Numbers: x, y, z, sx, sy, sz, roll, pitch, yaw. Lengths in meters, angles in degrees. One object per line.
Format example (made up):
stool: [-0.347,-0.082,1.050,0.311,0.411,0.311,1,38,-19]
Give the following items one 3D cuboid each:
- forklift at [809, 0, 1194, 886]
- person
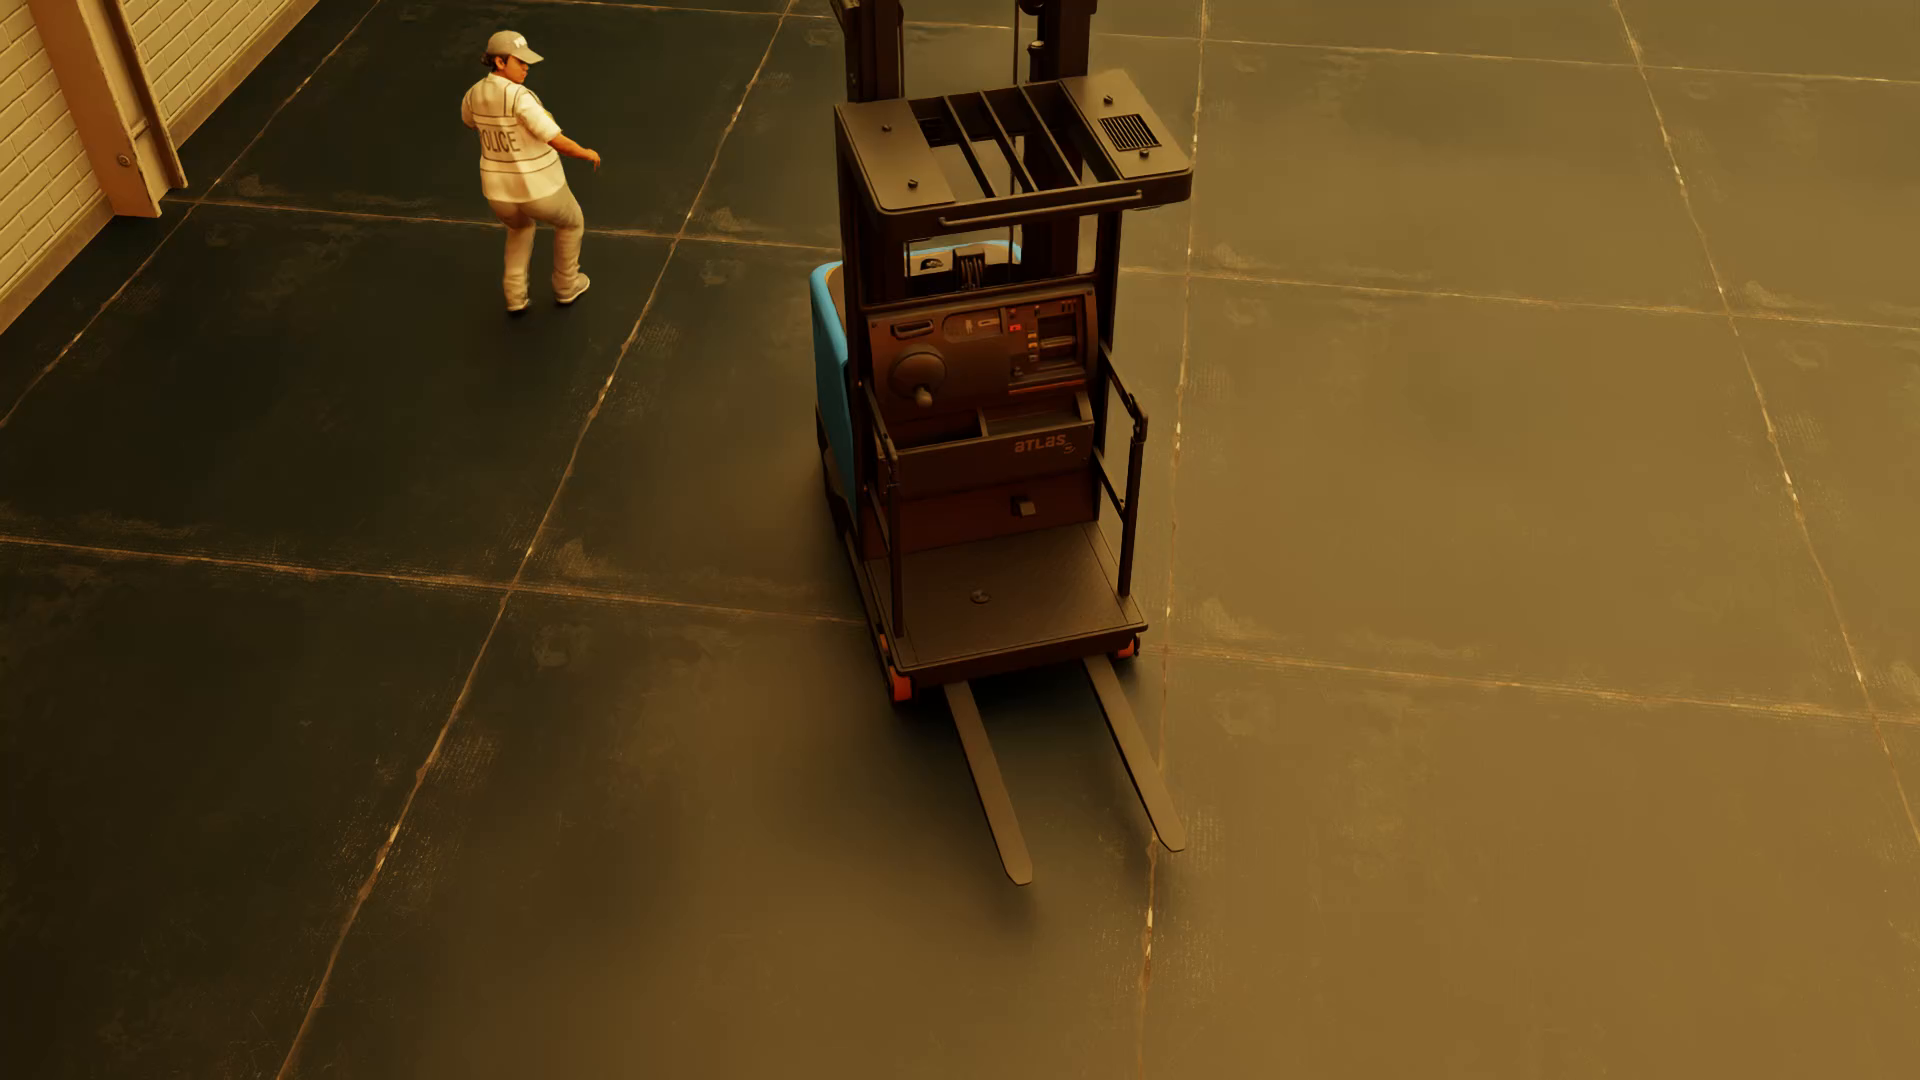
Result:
forklift: [0.153,-0.681,6.465,1.130,2.935,3.031,-10,44,-11]
person: [-2.279,-1.949,8.865,0.725,1.604,0.688,12,44,12]
